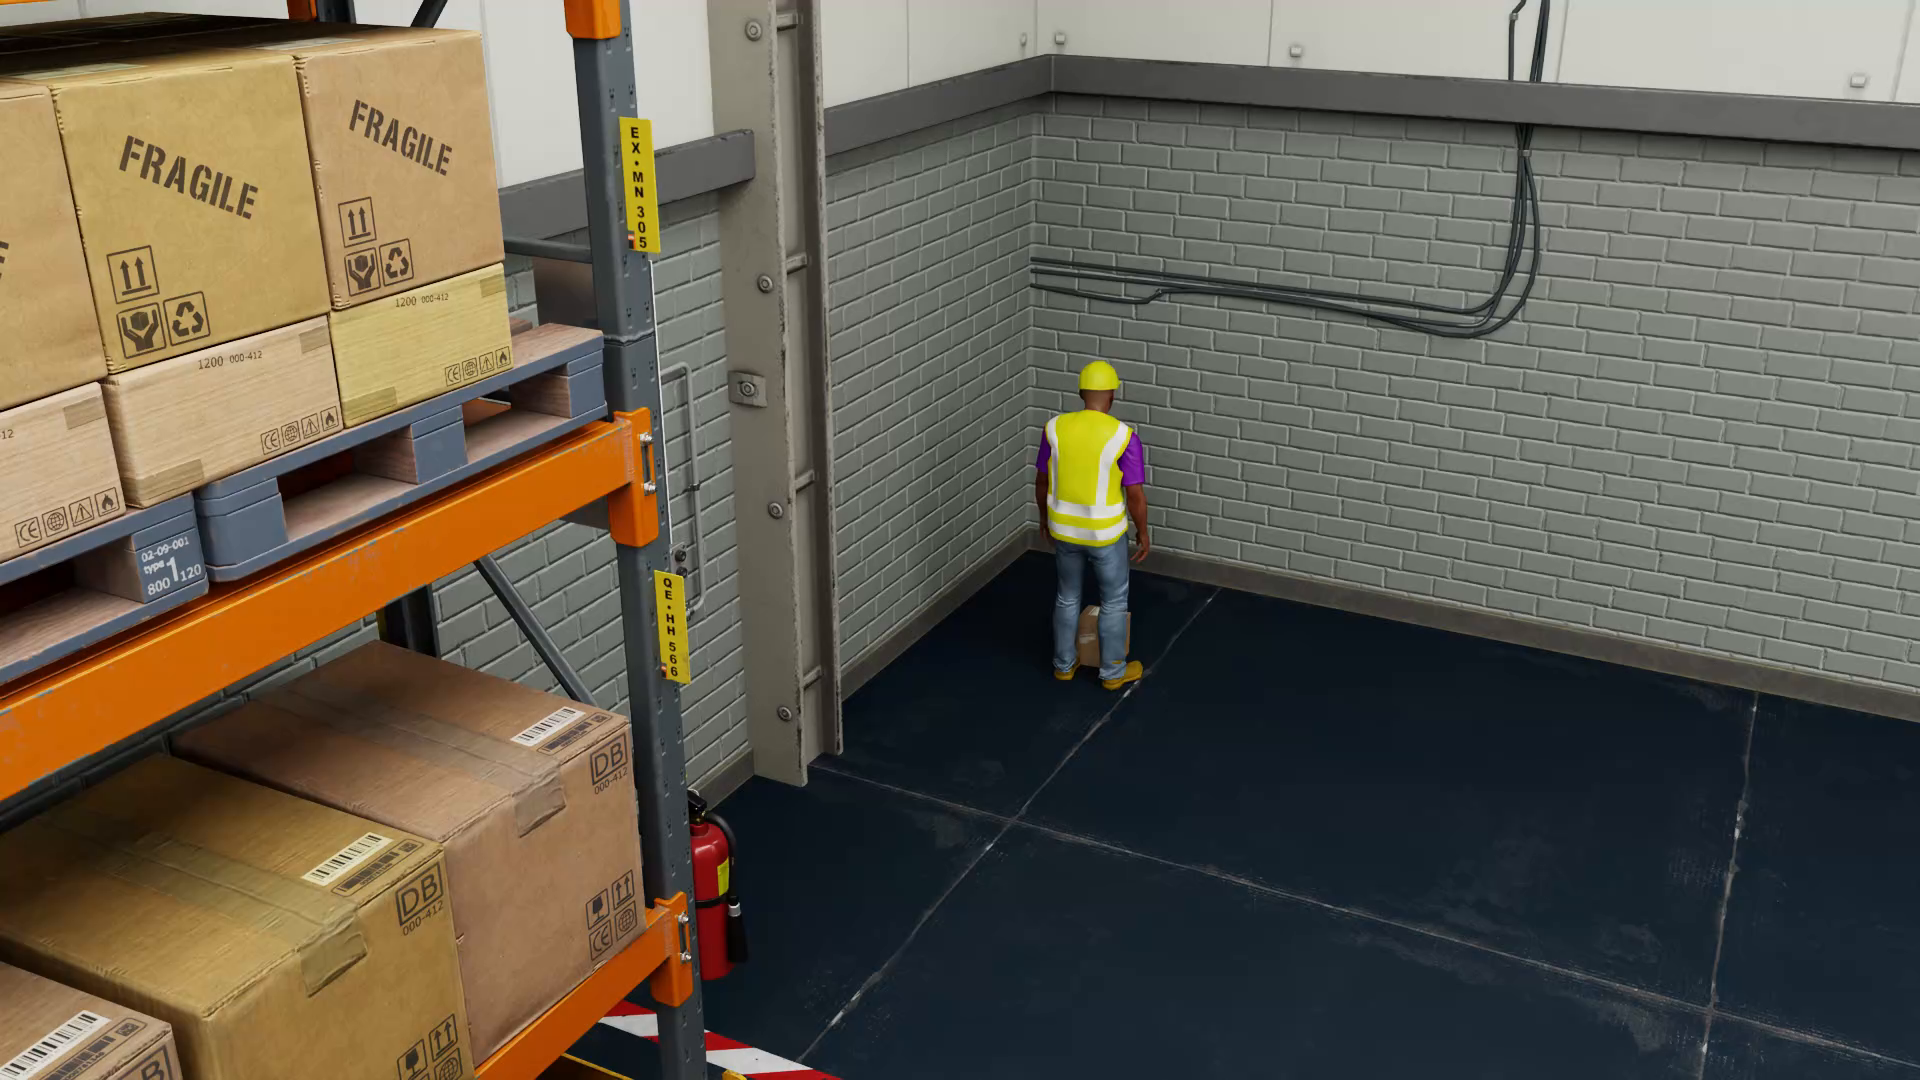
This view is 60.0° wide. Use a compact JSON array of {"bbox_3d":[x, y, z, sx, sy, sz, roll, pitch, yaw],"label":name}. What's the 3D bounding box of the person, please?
[{"bbox_3d":[0.698,-0.074,8.747,0.628,1.761,0.457,11,25,25],"label":"person"}]
